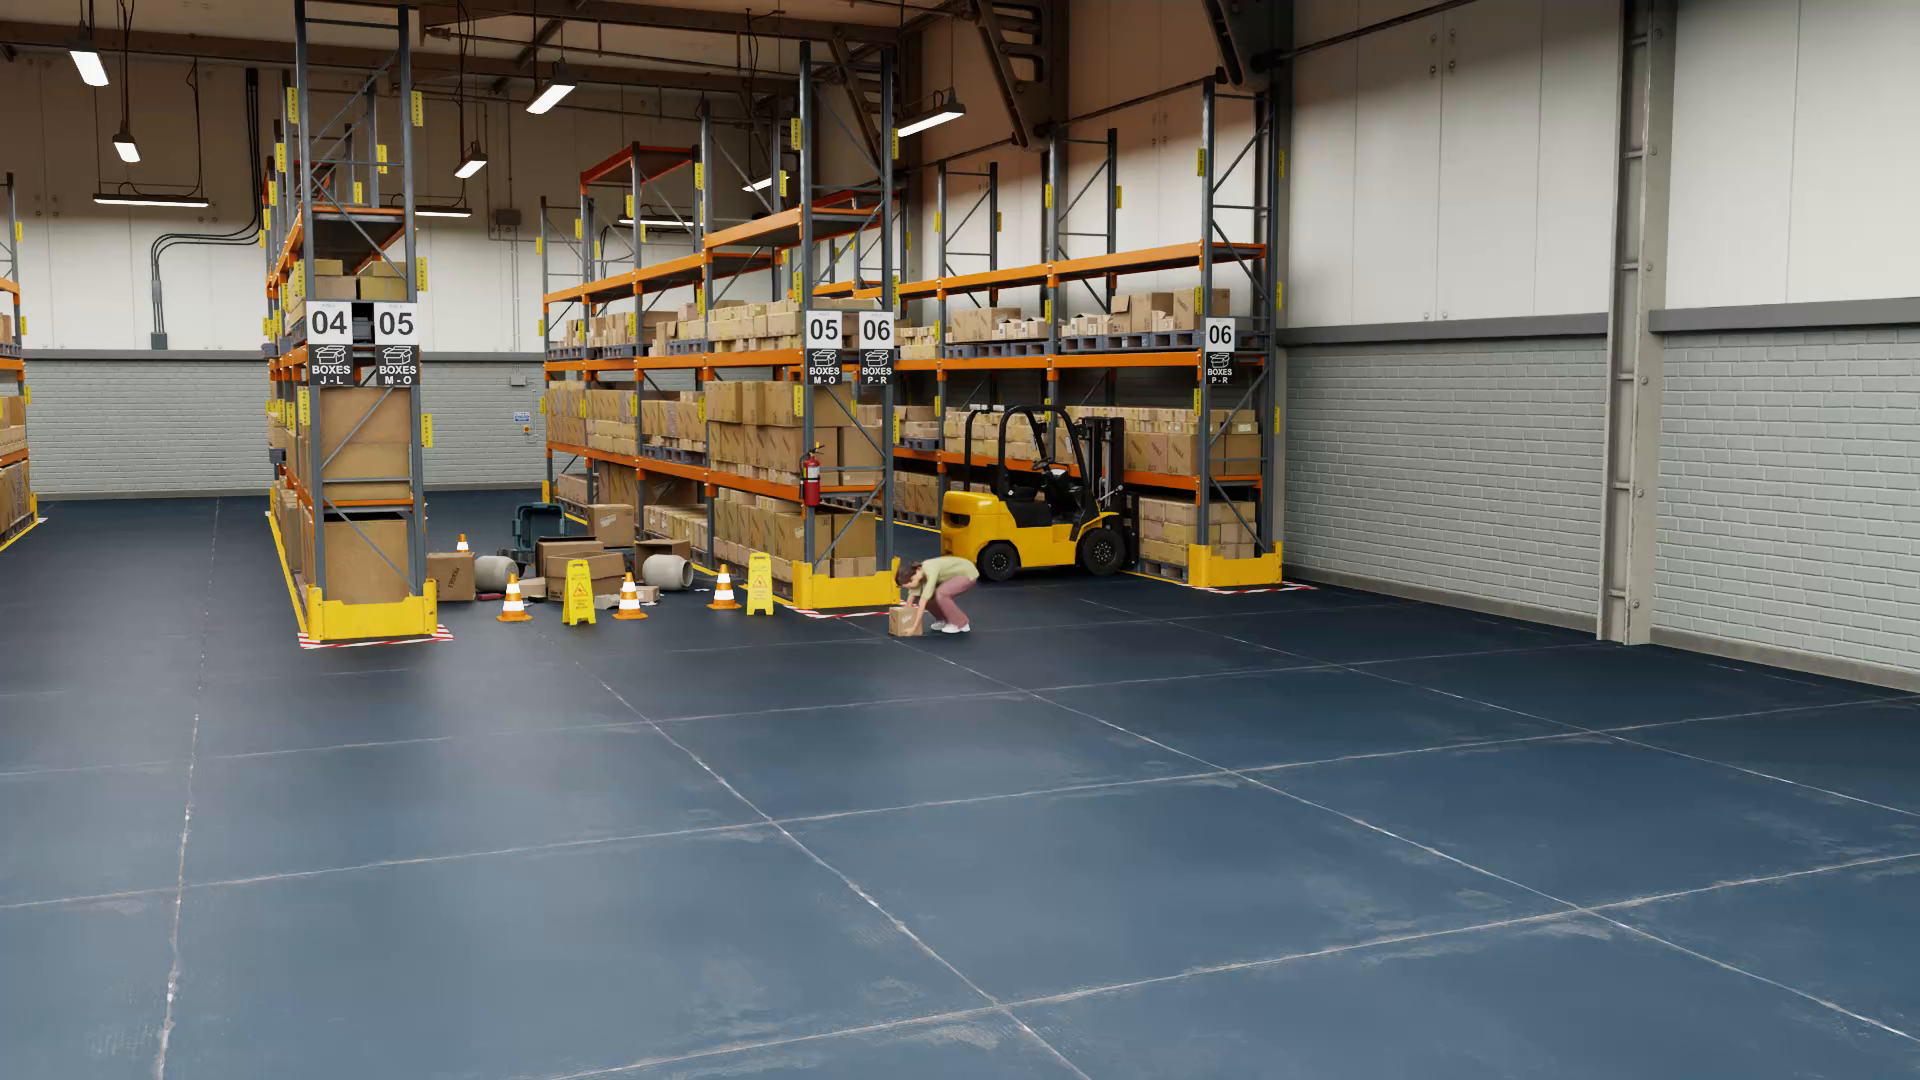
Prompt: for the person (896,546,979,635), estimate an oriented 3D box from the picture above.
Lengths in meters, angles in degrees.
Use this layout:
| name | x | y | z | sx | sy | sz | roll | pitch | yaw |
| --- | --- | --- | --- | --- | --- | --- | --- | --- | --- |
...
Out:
| name | x | y | z | sx | sy | sz | roll | pitch | yaw |
| --- | --- | --- | --- | --- | --- | --- | --- | --- | --- |
| person | -0.229 | 0.488 | 16.274 | 0.852 | 0.841 | 0.478 | -3 | 6 | -26 |
